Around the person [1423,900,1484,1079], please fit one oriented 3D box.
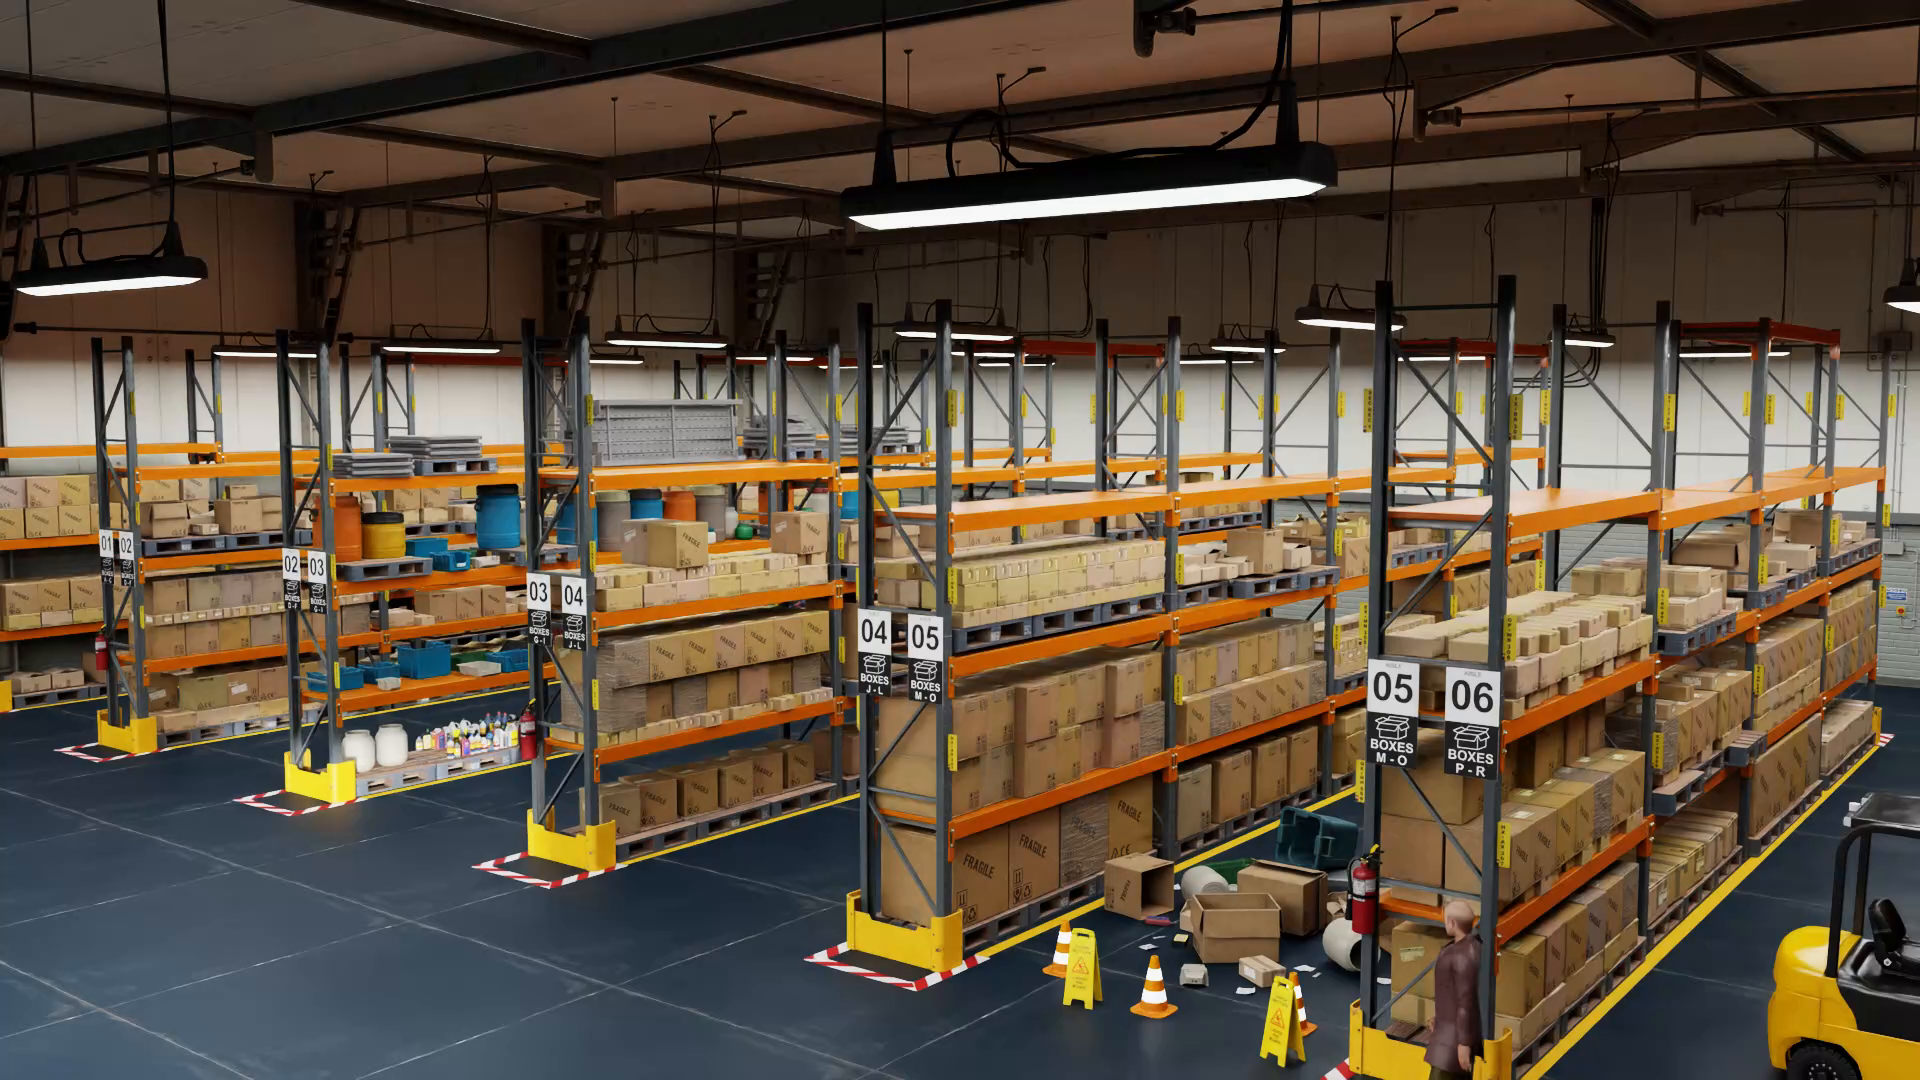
[{"bbox_3d":[3.327,3.340,11.186,0.507,1.861,0.632,1,5,15],"label":"person"}]
